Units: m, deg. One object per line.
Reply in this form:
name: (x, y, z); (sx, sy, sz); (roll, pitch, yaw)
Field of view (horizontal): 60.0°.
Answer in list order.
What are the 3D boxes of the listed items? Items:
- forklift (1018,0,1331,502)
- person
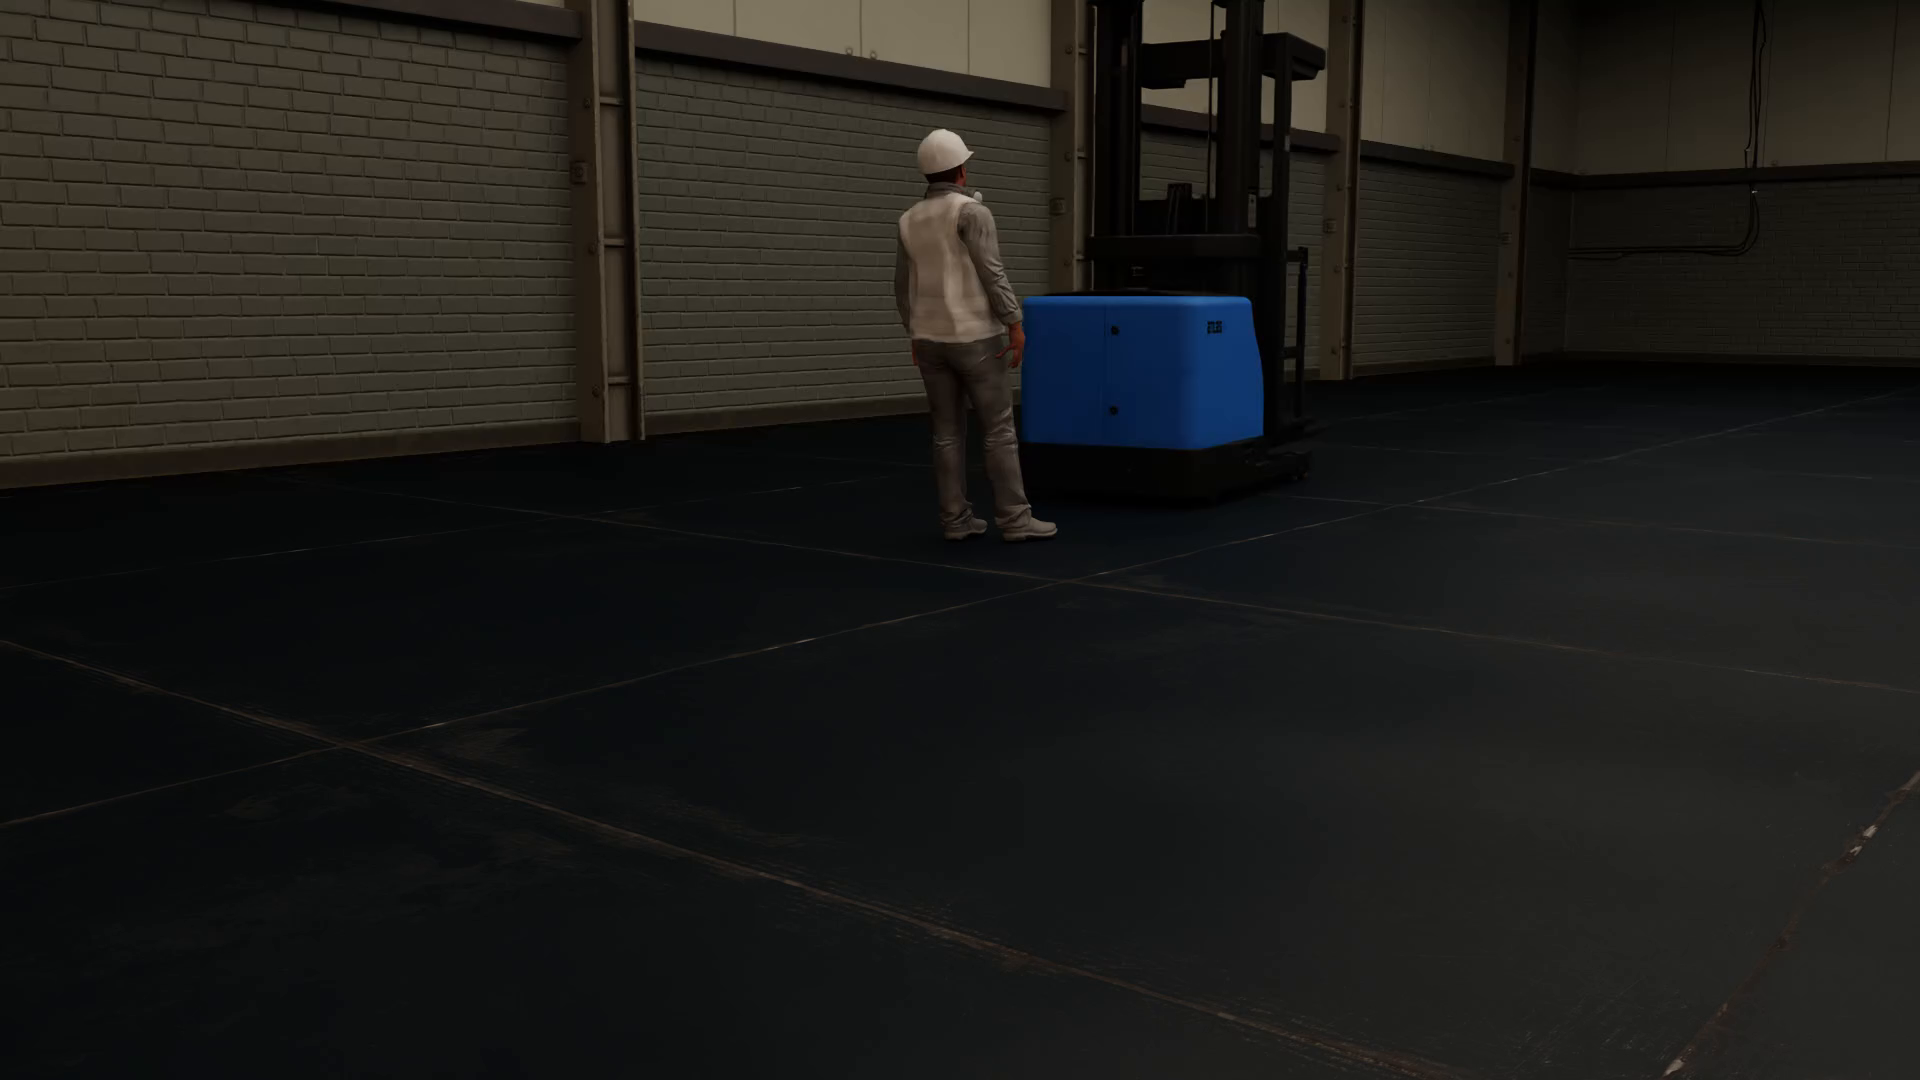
forklift: (1.448, -1.818, 9.704); (1.130, 2.935, 3.031); (4, 9, 28)
person: (0.045, -0.891, 7.319); (0.633, 1.775, 0.566); (7, 11, 38)
